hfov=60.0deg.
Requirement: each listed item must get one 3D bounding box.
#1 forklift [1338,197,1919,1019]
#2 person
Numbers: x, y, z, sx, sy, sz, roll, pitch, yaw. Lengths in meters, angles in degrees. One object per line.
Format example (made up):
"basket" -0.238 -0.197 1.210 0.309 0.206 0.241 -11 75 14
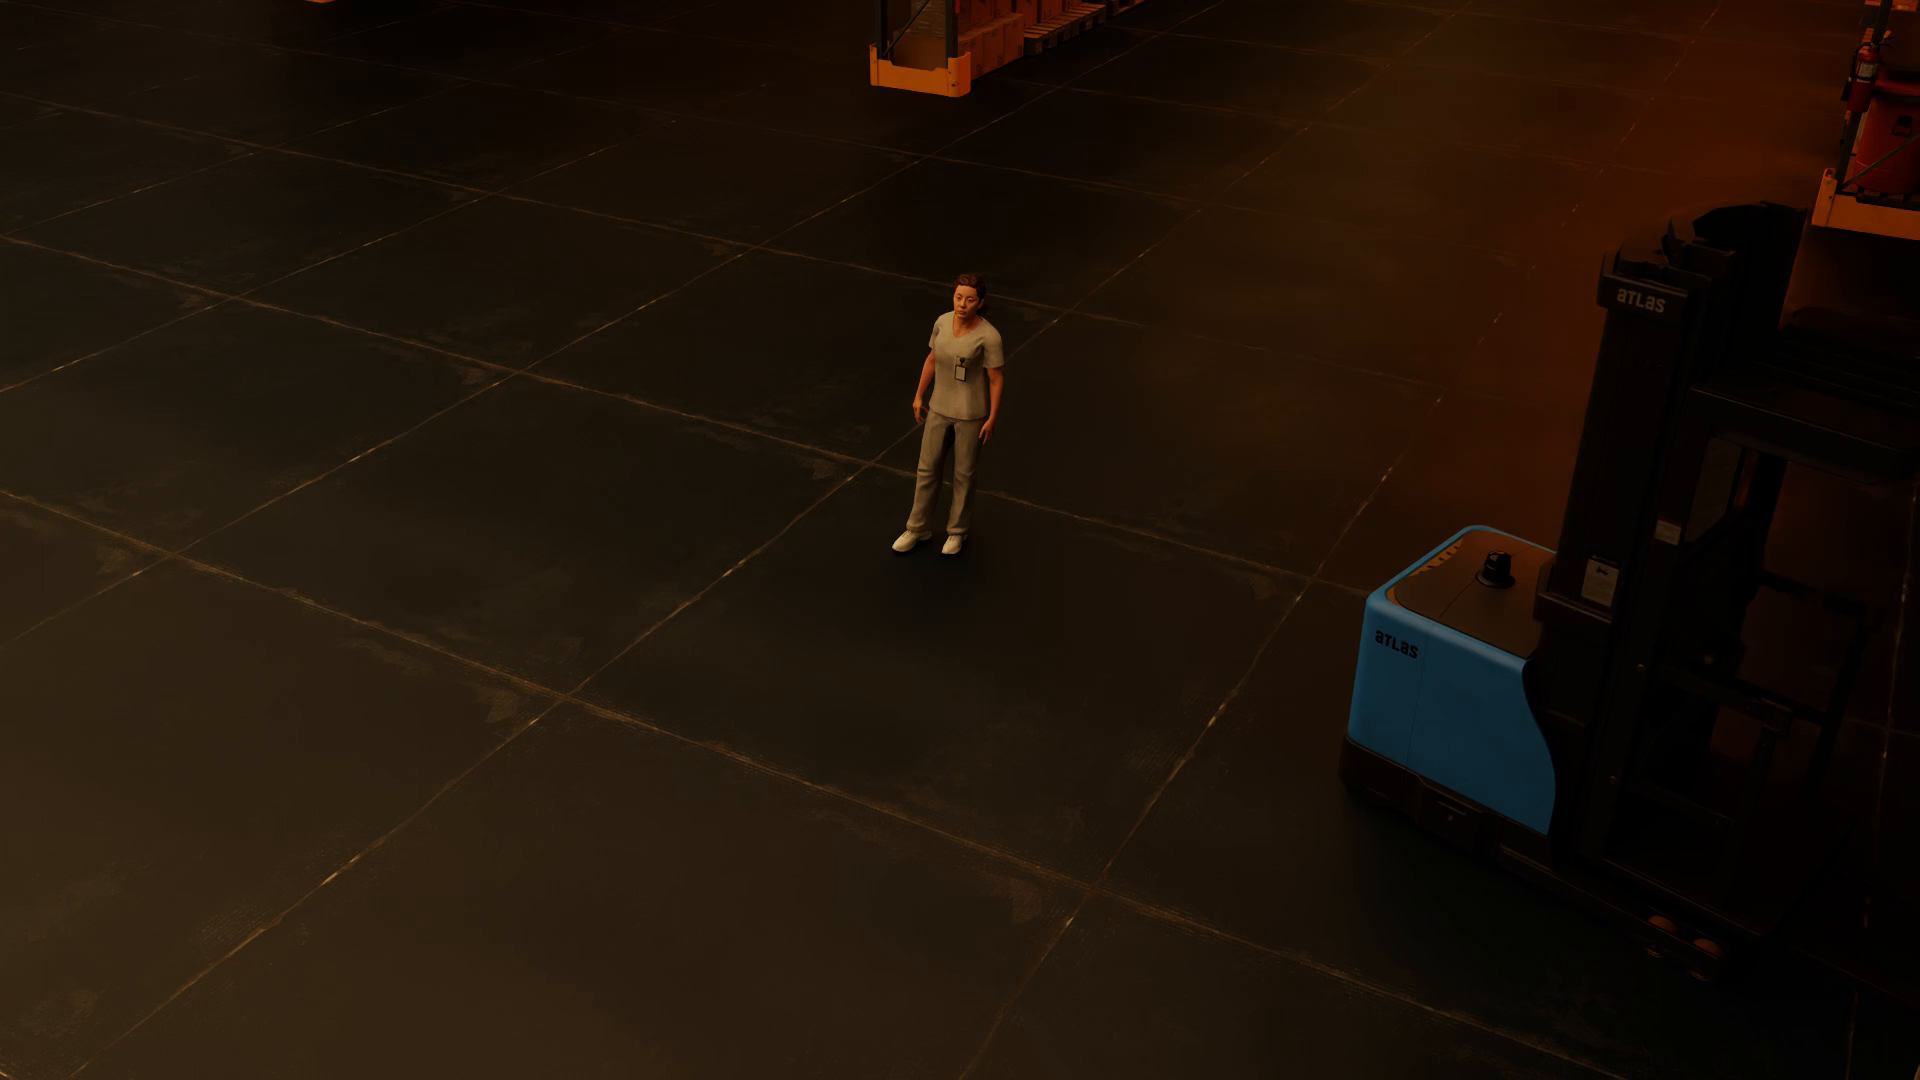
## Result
"forklift" 3.213 0.251 6.636 3.031 2.935 1.130 26 39 37
"person" -0.048 -0.704 9.530 0.549 1.675 0.549 15 33 25
